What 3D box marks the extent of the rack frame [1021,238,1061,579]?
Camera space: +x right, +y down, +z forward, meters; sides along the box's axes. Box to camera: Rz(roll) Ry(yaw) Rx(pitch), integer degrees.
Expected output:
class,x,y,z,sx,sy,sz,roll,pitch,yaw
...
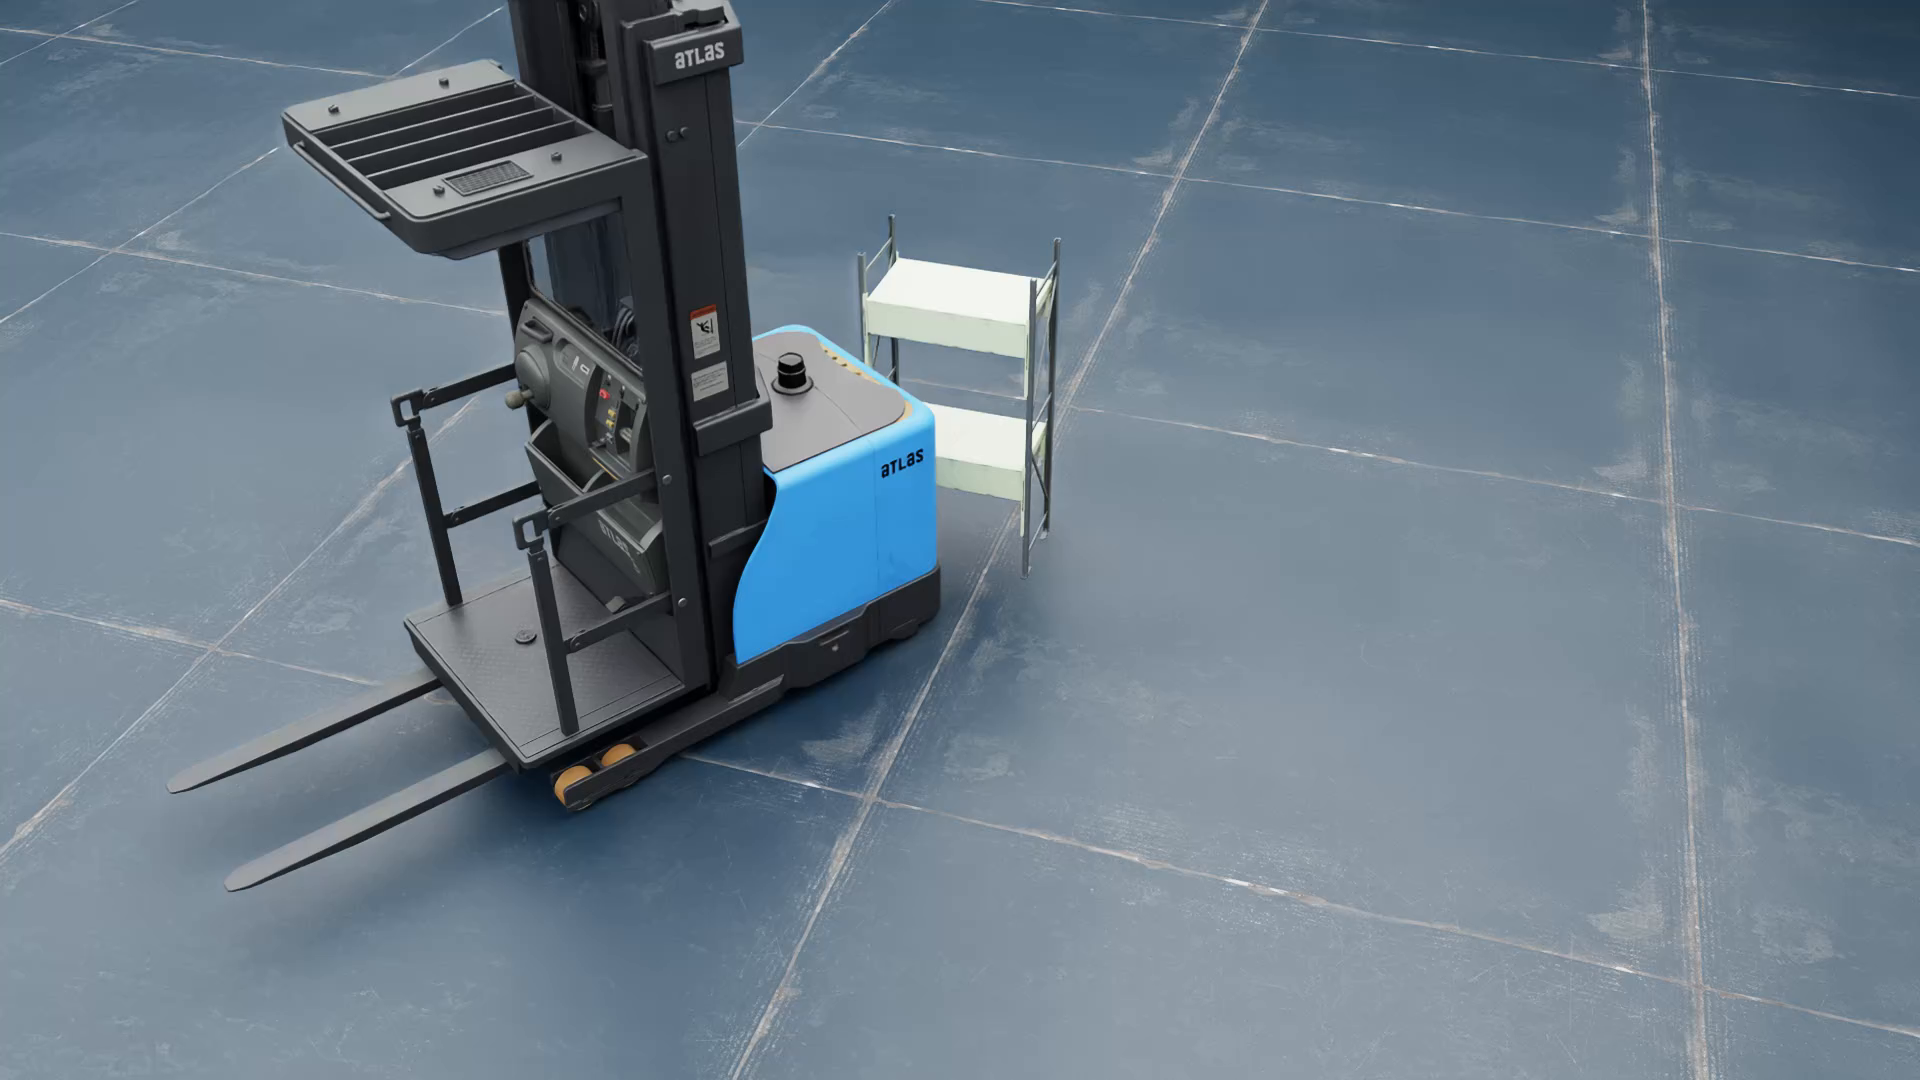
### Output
class,x,y,z,sx,sy,sz,roll,pitch,yaw
rack frame,0.349,-0.541,7.219,0.023,1.500,0.400,11,38,14

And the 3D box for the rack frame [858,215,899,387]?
class,x,y,z,sx,sy,sz,roll,pitch,yaw
rack frame,-0.348,-0.673,7.399,0.023,1.500,0.400,11,38,14

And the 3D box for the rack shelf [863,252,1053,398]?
class,x,y,z,sx,sy,sz,roll,pitch,yaw
rack shelf,0.000,-0.921,7.078,0.720,0.370,0.431,11,38,14

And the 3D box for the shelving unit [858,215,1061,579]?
class,x,y,z,sx,sy,sz,roll,pitch,yaw
shelving unit,0.001,-0.607,7.309,0.755,1.500,0.431,11,38,14

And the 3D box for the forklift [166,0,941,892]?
class,x,y,z,sx,sy,sz,roll,pitch,yaw
forklift,-1.549,-0.505,5.964,3.031,2.935,1.130,-25,43,-30

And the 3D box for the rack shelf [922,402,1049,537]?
class,x,y,z,sx,sy,sz,roll,pitch,yaw
rack shelf,0.001,-0.345,7.503,0.720,0.370,0.431,11,38,14
